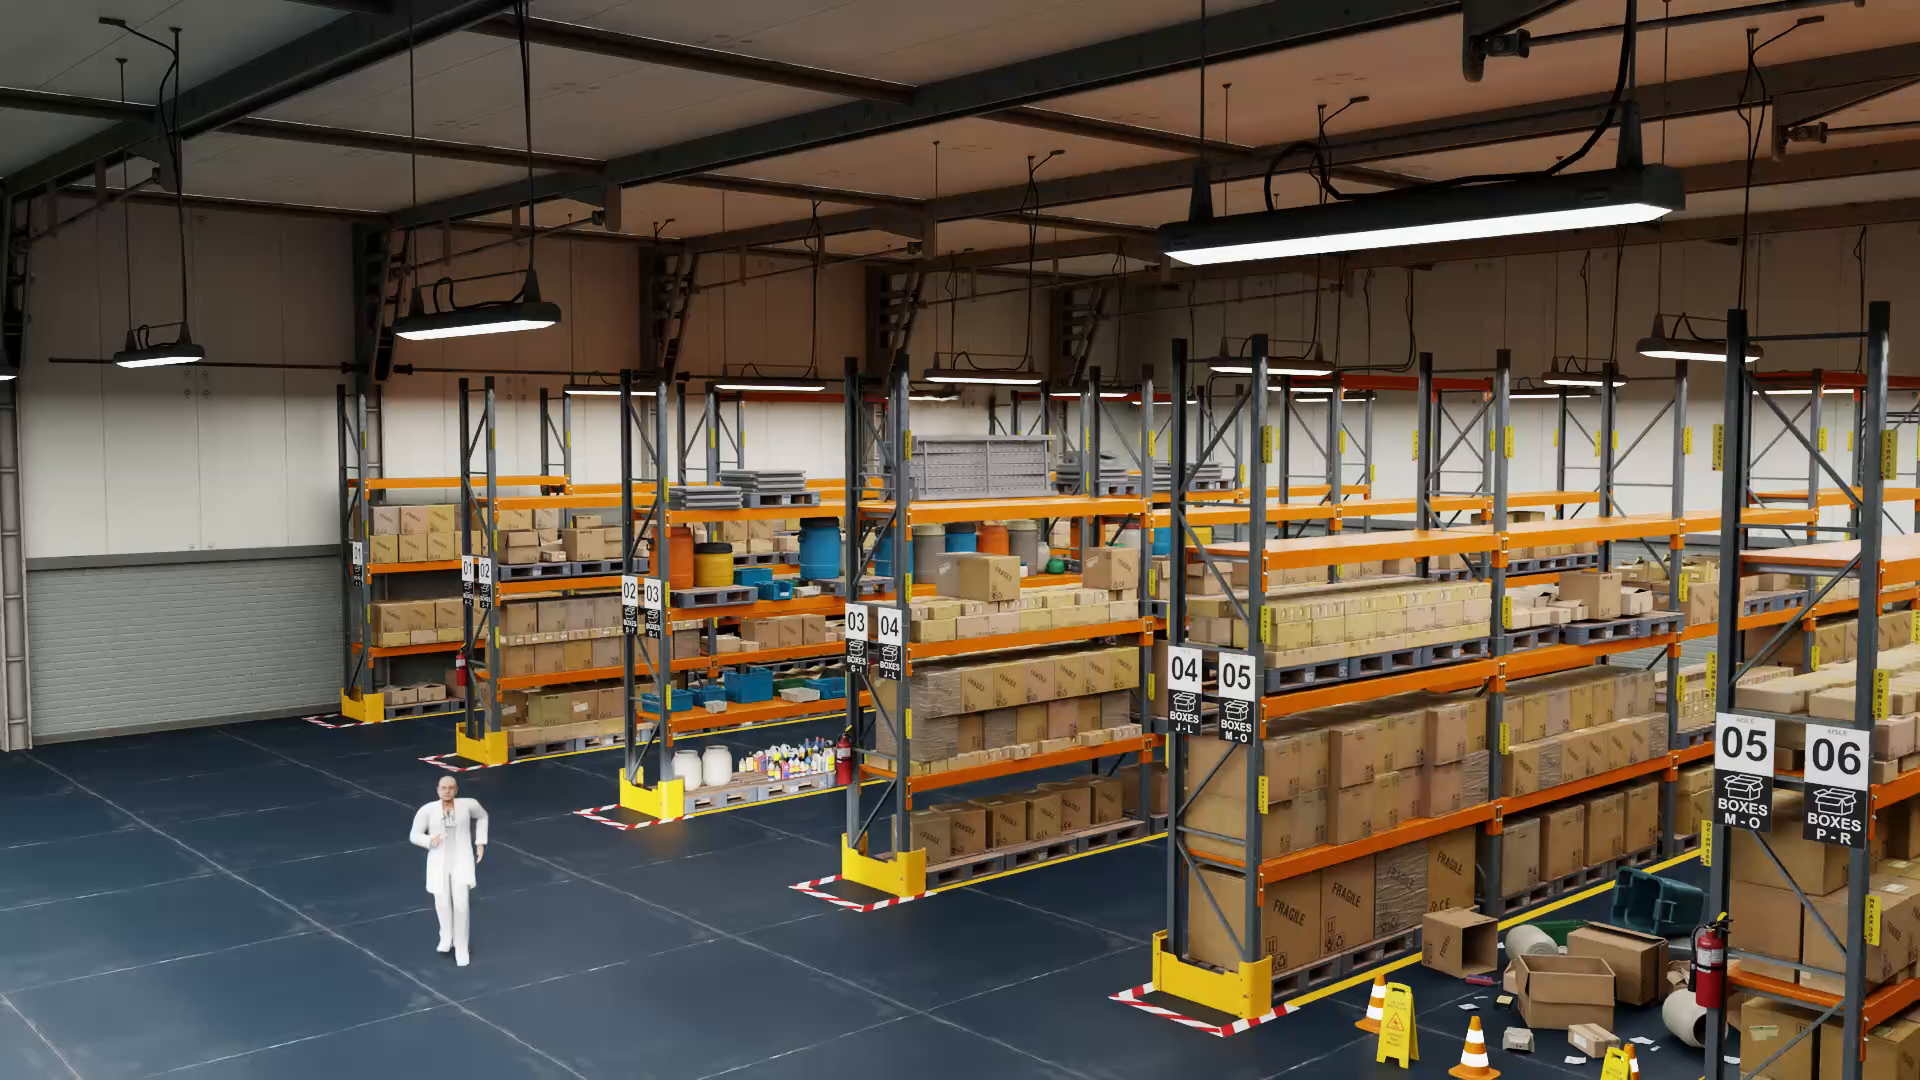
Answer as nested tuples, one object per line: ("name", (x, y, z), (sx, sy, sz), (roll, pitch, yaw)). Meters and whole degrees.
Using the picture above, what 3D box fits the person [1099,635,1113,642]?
("person", (2.795, 1.968, 31.511), (0.851, 1.739, 0.686), (-4, 5, -43))

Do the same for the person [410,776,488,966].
("person", (-4.982, 3.217, 16.223), (0.708, 1.857, 0.841), (-1, 4, -12))
